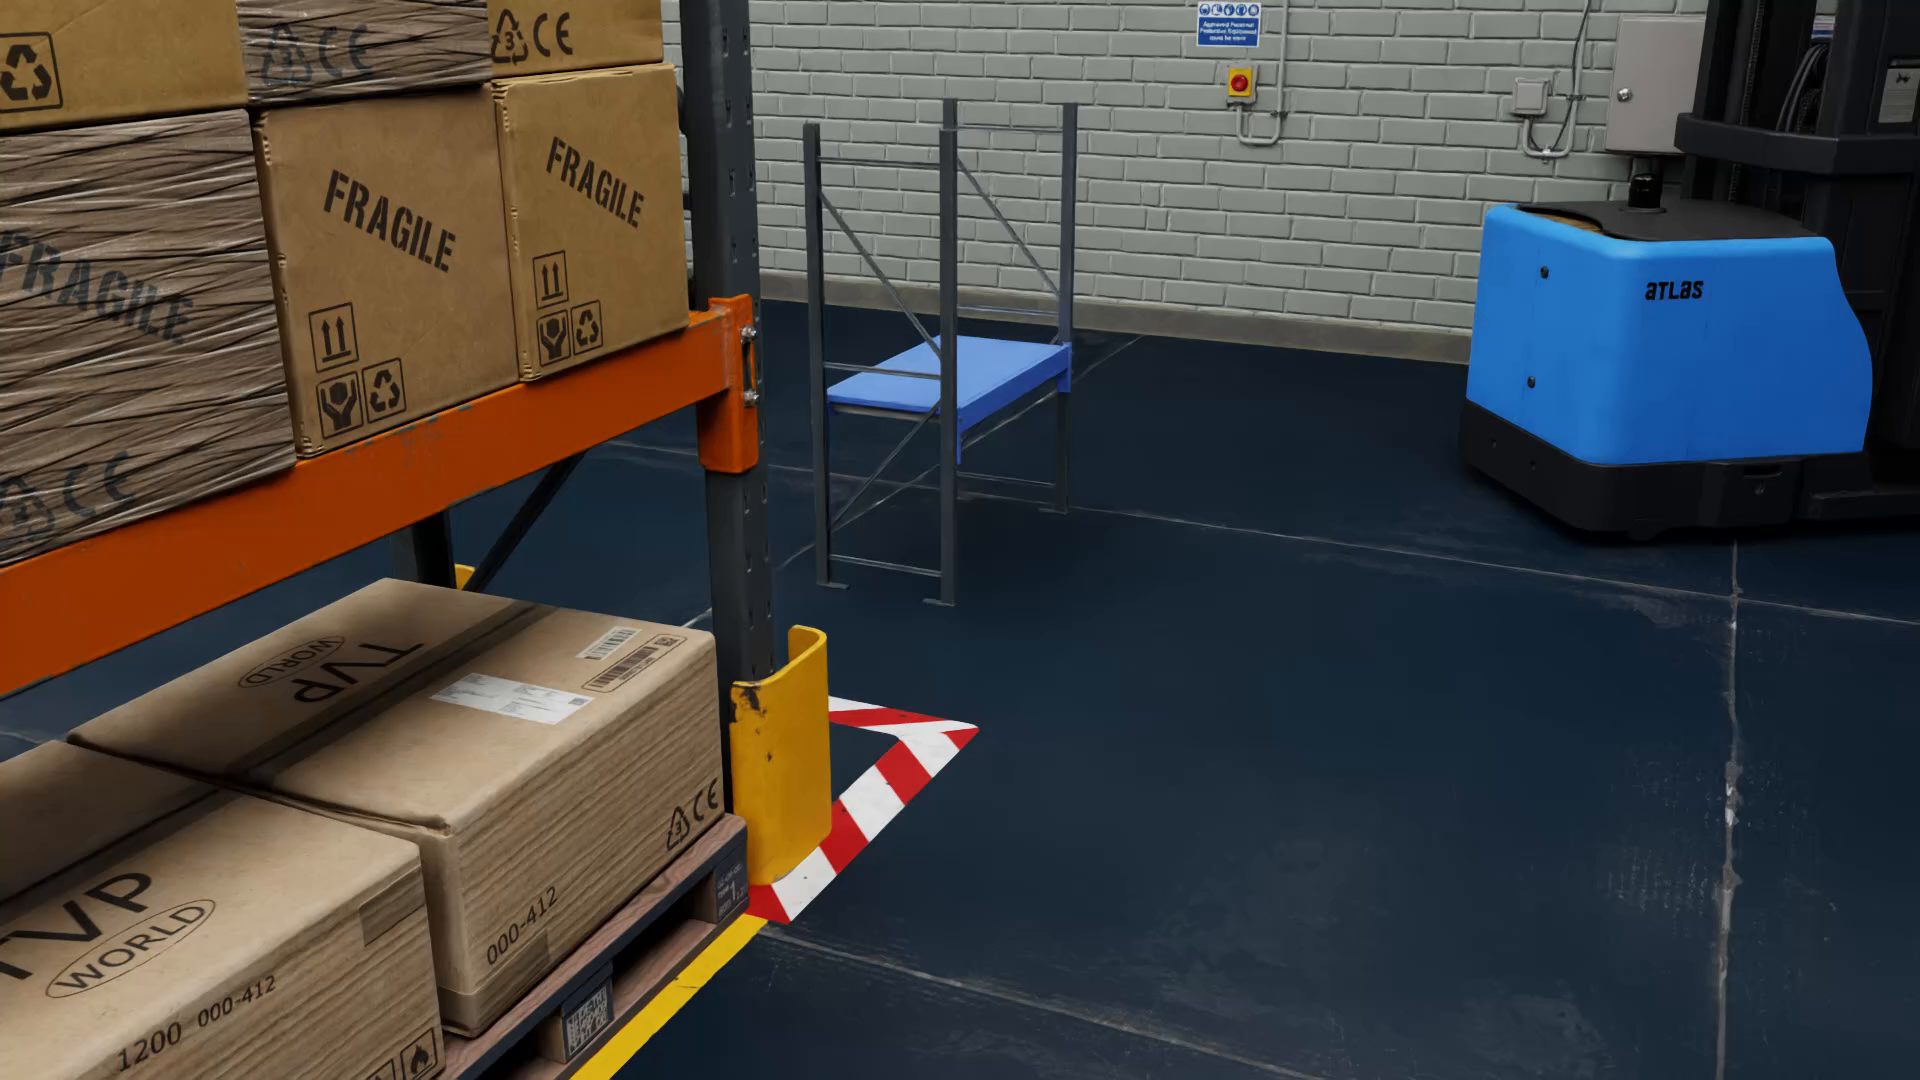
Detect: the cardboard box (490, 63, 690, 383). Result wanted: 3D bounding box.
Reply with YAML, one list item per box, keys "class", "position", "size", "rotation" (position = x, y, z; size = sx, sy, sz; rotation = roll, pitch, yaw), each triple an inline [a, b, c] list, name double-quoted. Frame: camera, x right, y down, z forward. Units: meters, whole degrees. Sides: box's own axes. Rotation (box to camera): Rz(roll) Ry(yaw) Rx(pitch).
- class: "cardboard box"
  position: [-0.857, -0.611, 3.061]
  size: [0.500, 0.500, 0.500]
  rotation: [9, 21, 23]

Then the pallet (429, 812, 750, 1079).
- class: "pallet"
  position: [-1.157, 0.821, 3.344]
  size: [1.003, 0.211, 1.213]
  rotation: [9, 21, 23]

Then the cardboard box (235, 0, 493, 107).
- class: "cardboard box"
  position: [-1.068, -0.922, 2.443]
  size: [0.500, 0.500, 0.500]
  rotation: [9, 21, 23]

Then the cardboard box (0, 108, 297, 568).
- class: "cardboard box"
  position: [-1.278, -0.301, 2.189]
  size: [0.500, 0.500, 0.500]
  rotation: [9, 22, 24]

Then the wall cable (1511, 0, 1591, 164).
- class: "wall cable"
  position: [2.686, -2.762, 7.743]
  size: [0.588, 1.984, 0.122]
  rotation: [9, 21, 23]

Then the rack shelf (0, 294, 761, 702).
- class: "rack shelf"
  position: [-1.720, 0.203, 1.996]
  size: [1.077, 0.370, 4.000]
  rotation: [9, 21, 23]

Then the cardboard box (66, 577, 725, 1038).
- class: "cardboard box"
  position: [-1.080, 0.477, 3.348]
  size: [0.875, 0.438, 0.875]
  rotation: [8, 21, 21]

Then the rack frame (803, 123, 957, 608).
- class: "rack frame"
  position: [-0.243, -0.525, 5.207]
  size: [0.500, 1.500, 0.032]
  rotation: [9, 21, 23]

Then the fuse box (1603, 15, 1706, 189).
- class: "fuse box"
  position: [3.244, -1.535, 7.730]
  size: [0.539, 1.711, 0.414]
  rotation: [9, 21, 23]

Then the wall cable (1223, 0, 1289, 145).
- class: "wall cable"
  position: [1.387, -2.968, 8.275]
  size: [0.585, 1.953, 0.123]
  rotation: [9, 21, 23]

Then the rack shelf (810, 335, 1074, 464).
- class: "rack shelf"
  position: [-0.035, -0.511, 5.704]
  size: [0.538, 0.185, 1.000]
  rotation: [9, 21, 23]

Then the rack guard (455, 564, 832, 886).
- class: "rack guard"
  position: [-0.891, 0.423, 4.034]
  size: [1.175, 0.500, 0.348]
  rotation: [9, 21, 23]

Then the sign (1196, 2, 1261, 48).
- class: "sign"
  position: [1.368, -2.627, 8.476]
  size: [0.327, 0.218, 0.001]
  rotation: [9, 21, 23]

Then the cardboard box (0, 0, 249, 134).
- class: "cardboard box"
  position: [-1.274, -0.771, 2.019]
  size: [0.500, 0.500, 0.500]
  rotation: [8, 21, 22]

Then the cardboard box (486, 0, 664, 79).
- class: "cardboard box"
  position: [-0.881, -1.086, 2.904]
  size: [0.500, 0.500, 0.500]
  rotation: [9, 22, 24]

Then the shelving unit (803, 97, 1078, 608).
- class: "shelving unit"
  position: [-0.035, -0.681, 5.644]
  size: [0.538, 1.500, 1.048]
  rotation: [9, 21, 23]

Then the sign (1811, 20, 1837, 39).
- class: "sign"
  position: [3.779, -2.092, 7.518]
  size: [0.329, 0.494, 0.001]
  rotation: [9, 21, 23]

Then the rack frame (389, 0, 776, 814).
- class: "rack frame"
  position: [-0.901, -0.748, 3.594]
  size: [1.000, 3.000, 0.127]
  rotation: [9, 21, 23]

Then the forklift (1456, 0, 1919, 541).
- class: "forklift"
  position: [3.572, -1.599, 6.092]
  size: [3.031, 2.935, 1.130]
  rotation: [-4, 20, -10]

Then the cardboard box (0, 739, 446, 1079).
- class: "cardboard box"
  position: [-1.447, 0.758, 2.558]
  size: [0.875, 0.438, 0.875]
  rotation: [9, 22, 24]

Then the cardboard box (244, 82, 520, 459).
- class: "cardboard box"
  position: [-1.076, -0.460, 2.635]
  size: [0.500, 0.500, 0.500]
  rotation: [8, 21, 22]

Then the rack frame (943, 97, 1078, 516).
- class: "rack frame"
  position: [0.173, -0.836, 6.081]
  size: [0.500, 1.500, 0.032]
  rotation: [9, 21, 23]
